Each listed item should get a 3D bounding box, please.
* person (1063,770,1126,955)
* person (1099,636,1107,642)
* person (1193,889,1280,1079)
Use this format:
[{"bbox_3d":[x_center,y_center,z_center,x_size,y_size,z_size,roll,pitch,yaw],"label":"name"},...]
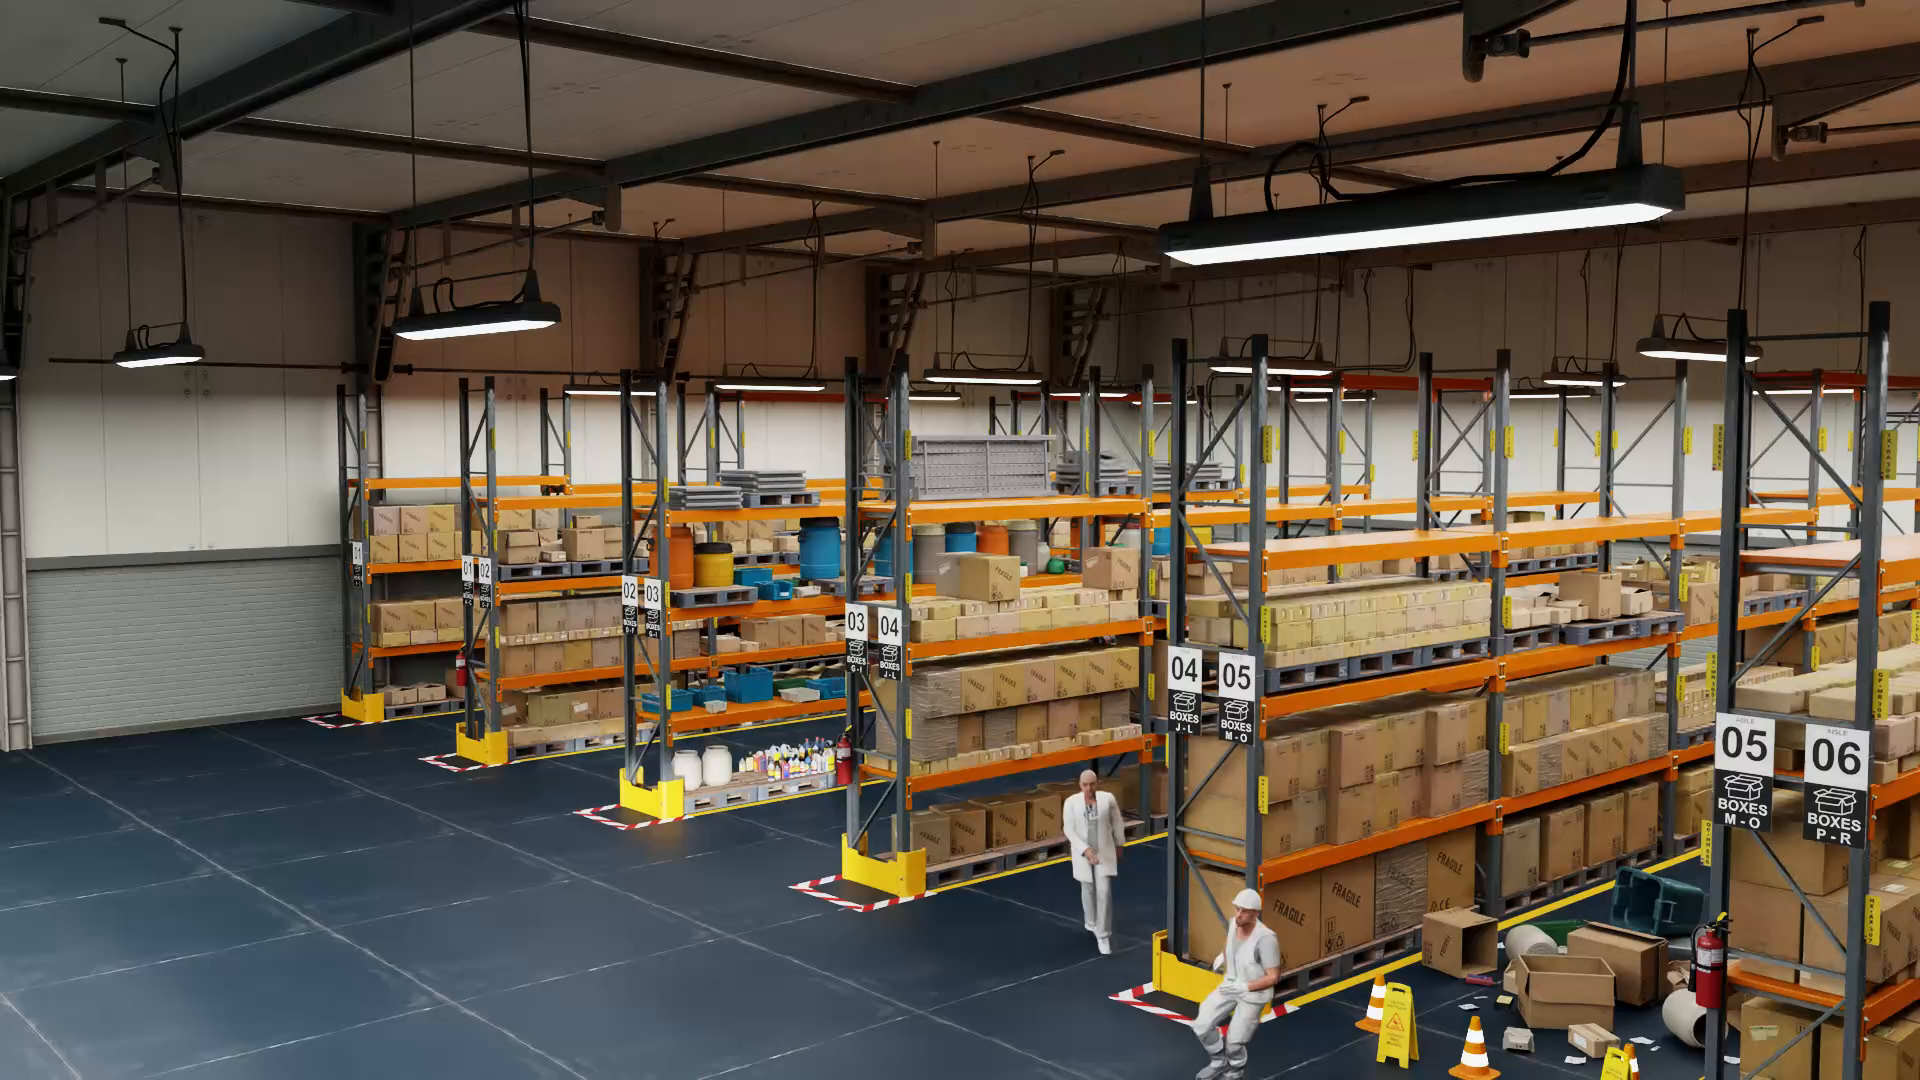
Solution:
[{"bbox_3d":[1.347,3.181,16.721,0.623,1.785,0.769,0,4,7],"label":"person"},{"bbox_3d":[2.620,2.279,31.924,0.501,1.653,0.801,3,5,39],"label":"person"},{"bbox_3d":[2.117,3.489,12.797,0.837,1.690,0.715,4,5,44],"label":"person"}]
